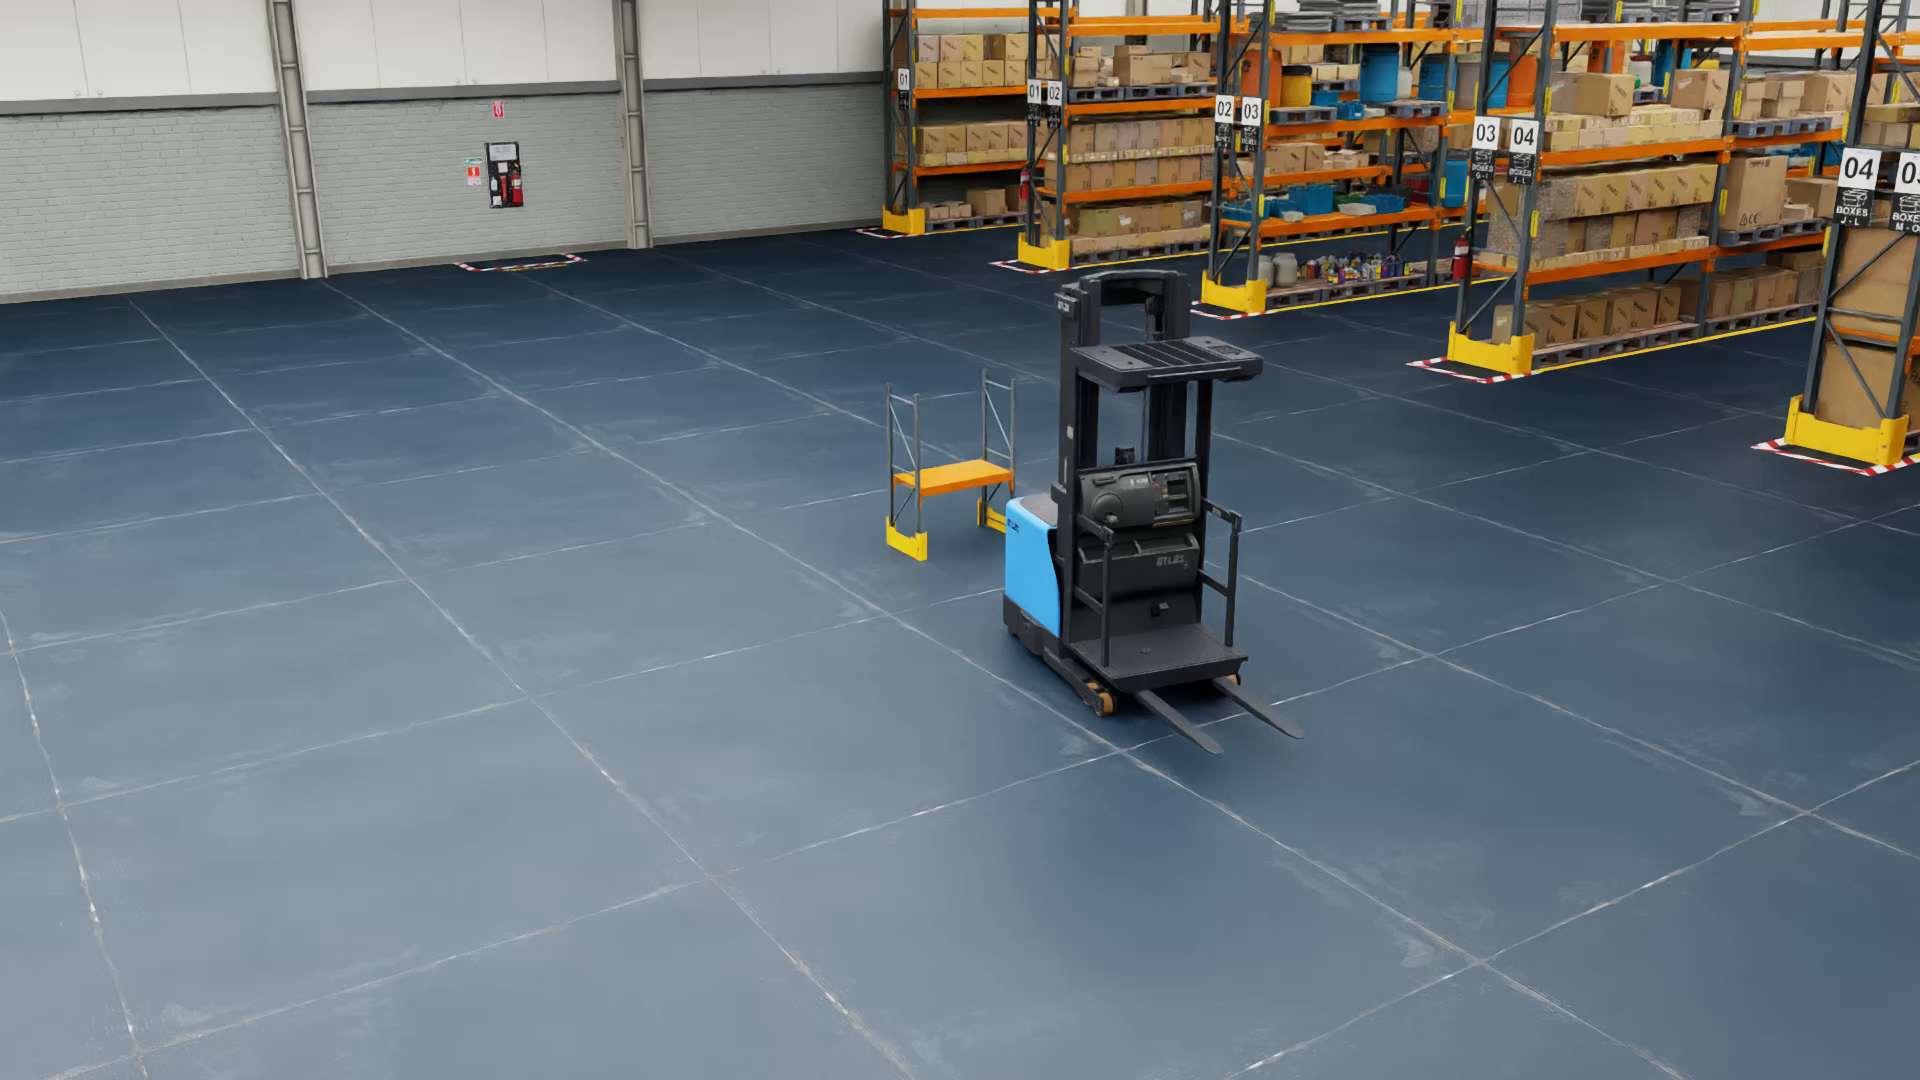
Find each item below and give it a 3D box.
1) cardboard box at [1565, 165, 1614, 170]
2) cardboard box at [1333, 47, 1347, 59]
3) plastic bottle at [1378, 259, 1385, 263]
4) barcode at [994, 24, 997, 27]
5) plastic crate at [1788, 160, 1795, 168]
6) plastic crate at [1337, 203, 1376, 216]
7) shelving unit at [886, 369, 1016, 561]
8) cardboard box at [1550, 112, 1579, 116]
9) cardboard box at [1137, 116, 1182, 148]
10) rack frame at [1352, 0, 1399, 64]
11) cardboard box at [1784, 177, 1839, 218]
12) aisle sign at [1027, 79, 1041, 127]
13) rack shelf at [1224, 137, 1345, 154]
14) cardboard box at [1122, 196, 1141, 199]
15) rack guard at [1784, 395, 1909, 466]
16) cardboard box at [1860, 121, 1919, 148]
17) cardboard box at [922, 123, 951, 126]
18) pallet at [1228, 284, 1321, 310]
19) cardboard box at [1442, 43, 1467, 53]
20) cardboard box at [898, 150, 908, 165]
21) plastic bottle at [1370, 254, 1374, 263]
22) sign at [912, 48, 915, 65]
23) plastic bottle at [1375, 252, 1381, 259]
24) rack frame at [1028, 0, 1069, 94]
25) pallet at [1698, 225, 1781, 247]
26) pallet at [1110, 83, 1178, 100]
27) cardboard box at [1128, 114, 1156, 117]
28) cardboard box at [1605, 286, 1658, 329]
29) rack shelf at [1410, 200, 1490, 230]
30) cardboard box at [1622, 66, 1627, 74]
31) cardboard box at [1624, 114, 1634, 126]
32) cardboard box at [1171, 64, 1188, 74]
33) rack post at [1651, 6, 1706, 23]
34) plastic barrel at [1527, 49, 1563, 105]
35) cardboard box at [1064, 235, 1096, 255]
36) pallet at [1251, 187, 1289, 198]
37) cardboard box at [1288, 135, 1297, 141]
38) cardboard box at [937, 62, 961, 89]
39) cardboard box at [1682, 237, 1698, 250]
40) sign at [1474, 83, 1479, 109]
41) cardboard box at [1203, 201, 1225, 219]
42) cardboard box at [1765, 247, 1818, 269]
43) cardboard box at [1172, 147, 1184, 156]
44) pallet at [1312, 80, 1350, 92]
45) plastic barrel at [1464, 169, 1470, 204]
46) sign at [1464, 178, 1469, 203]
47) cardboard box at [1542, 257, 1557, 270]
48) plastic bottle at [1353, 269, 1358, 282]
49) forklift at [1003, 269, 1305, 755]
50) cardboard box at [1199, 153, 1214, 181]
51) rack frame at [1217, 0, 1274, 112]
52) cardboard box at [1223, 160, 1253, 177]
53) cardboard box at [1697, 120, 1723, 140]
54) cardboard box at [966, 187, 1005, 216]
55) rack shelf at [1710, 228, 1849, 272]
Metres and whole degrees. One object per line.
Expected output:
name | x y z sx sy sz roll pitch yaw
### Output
cardboard box | 8.543 -4.821 22.640 0.500 0.500 0.500 -12 22 -31
cardboard box | 9.256 -11.601 39.615 0.500 0.250 0.500 -12 22 -31
plastic bottle | 6.938 -4.492 27.413 0.135 0.276 0.152 -12 22 -31
barcode | 0.735 -10.604 34.276 0.075 0.075 0.001 -12 22 -31
plastic crate | 16.315 -7.428 32.850 0.250 0.136 0.298 -12 22 -31
plastic crate | 6.364 -5.284 26.602 0.437 0.136 0.530 -12 22 -31
shelving unit | -0.064 -0.697 14.965 1.083 1.500 0.587 -12 22 -31
cardboard box | 7.946 -5.557 21.927 0.250 0.149 0.380 -12 22 -31
cardboard box | 3.652 -7.493 30.543 0.500 0.500 0.700 -12 22 -31
rack frame | 8.200 -10.635 32.651 0.127 3.000 1.000 -12 22 -31
cardboard box | 12.805 -5.158 25.006 0.500 0.500 0.700 -8 20 -23
aisle sign | 1.302 -7.682 29.225 0.004 0.787 0.394 -12 22 -31
rack shelf | 7.143 -9.129 38.686 4.000 0.370 1.077 -12 22 -31
cardboard box | 3.590 -7.754 36.714 0.500 0.500 0.700 -12 22 -31
rack guard | 9.587 -1.200 18.015 0.348 0.500 1.175 -12 22 -31
cardboard box | 9.862 -4.287 17.516 0.500 0.250 0.500 -12 22 -31
cardboard box | -0.506 -8.228 33.930 0.500 0.500 0.500 -12 22 -31
pallet | 4.959 -3.905 26.465 1.213 0.211 1.003 -12 22 -31
cardboard box | 9.967 -9.907 34.215 0.600 0.600 0.600 -13 23 -34
cardboard box | -0.925 -7.781 33.779 0.500 0.250 0.500 -12 22 -31
plastic bottle | 6.877 -4.653 27.878 0.133 0.283 0.061 -12 22 -31
sign | -0.910 -9.398 32.311 0.005 0.325 0.100 -12 22 -31
plastic bottle | 7.073 -4.740 28.154 0.097 0.271 0.097 0 19 0
rack frame | 1.519 -9.226 28.483 0.127 3.000 1.000 -12 22 -31
pallet | 11.023 -4.443 24.002 1.213 0.211 1.003 -12 22 -31
pallet | 3.143 -8.096 29.965 1.213 0.211 1.003 -12 22 -31
cardboard box | 4.057 -9.062 36.523 0.500 0.500 0.700 -12 22 -31
cardboard box | 9.474 -3.290 23.540 0.500 0.500 0.500 -5 19 -14
rack shelf | 9.251 -5.774 28.764 4.000 0.370 1.077 -12 22 -31
cardboard box | 14.598 -10.391 36.847 0.500 0.250 0.500 -12 22 -31
cardboard box | 8.609 -5.535 21.862 0.250 0.149 0.380 -12 22 -32
cardboard box | 3.843 -8.619 30.637 0.500 0.311 0.500 -13 23 -34
rack post | 12.642 -9.386 29.739 0.954 0.300 0.937 -9 21 -26
plastic barrel | 10.116 -8.039 28.874 0.600 0.901 0.600 0 19 0
cardboard box | 2.089 -5.315 29.920 0.500 0.250 0.500 -12 22 -31
pallet | 7.190 -8.128 38.958 1.213 0.211 1.003 -12 22 -31
cardboard box | 7.602 -9.365 38.623 0.250 0.149 0.380 -13 22 -33
cardboard box | -0.324 -9.263 33.089 0.500 0.500 0.500 -10 21 -28
cardboard box | 10.073 -4.161 23.261 0.250 0.149 0.380 -12 22 -31
sign | 6.675 -5.726 21.431 0.005 0.325 0.100 -12 22 -31
cardboard box | 5.040 -6.398 32.249 0.500 0.311 0.500 -12 22 -31
cardboard box | 12.665 -4.300 25.324 0.500 0.250 0.500 -9 21 -25
cardboard box | 3.899 -7.159 30.568 0.250 0.149 0.380 -12 22 -32
pallet | 6.750 -8.783 32.152 1.213 0.211 1.003 -11 21 -29
plastic barrel | 8.500 -5.937 27.910 0.433 0.535 0.433 0 19 0
sign | 6.675 -4.583 21.817 0.005 0.325 0.100 -12 22 -31
cardboard box | 7.552 -3.640 21.719 0.250 0.149 0.380 -12 22 -31
plastic bottle | 6.378 -4.272 26.881 0.097 0.201 0.097 0 19 0
forklift | 1.360 -0.310 11.587 1.130 2.935 3.031 -7 20 -21
cardboard box | 4.492 -7.056 31.275 0.500 0.500 0.700 -13 22 -33
rack frame | 4.240 -7.900 24.562 0.127 3.000 1.000 -12 22 -31
cardboard box | 5.247 -7.116 31.843 0.500 0.250 0.500 -10 21 -28
cardboard box | 10.067 -5.638 22.787 0.500 0.250 0.500 -11 22 -29
cardboard box | 0.535 -7.046 34.620 0.500 0.500 0.700 -14 23 -35
rack shelf | 11.975 -4.449 24.845 4.000 0.370 1.077 -12 22 -31
